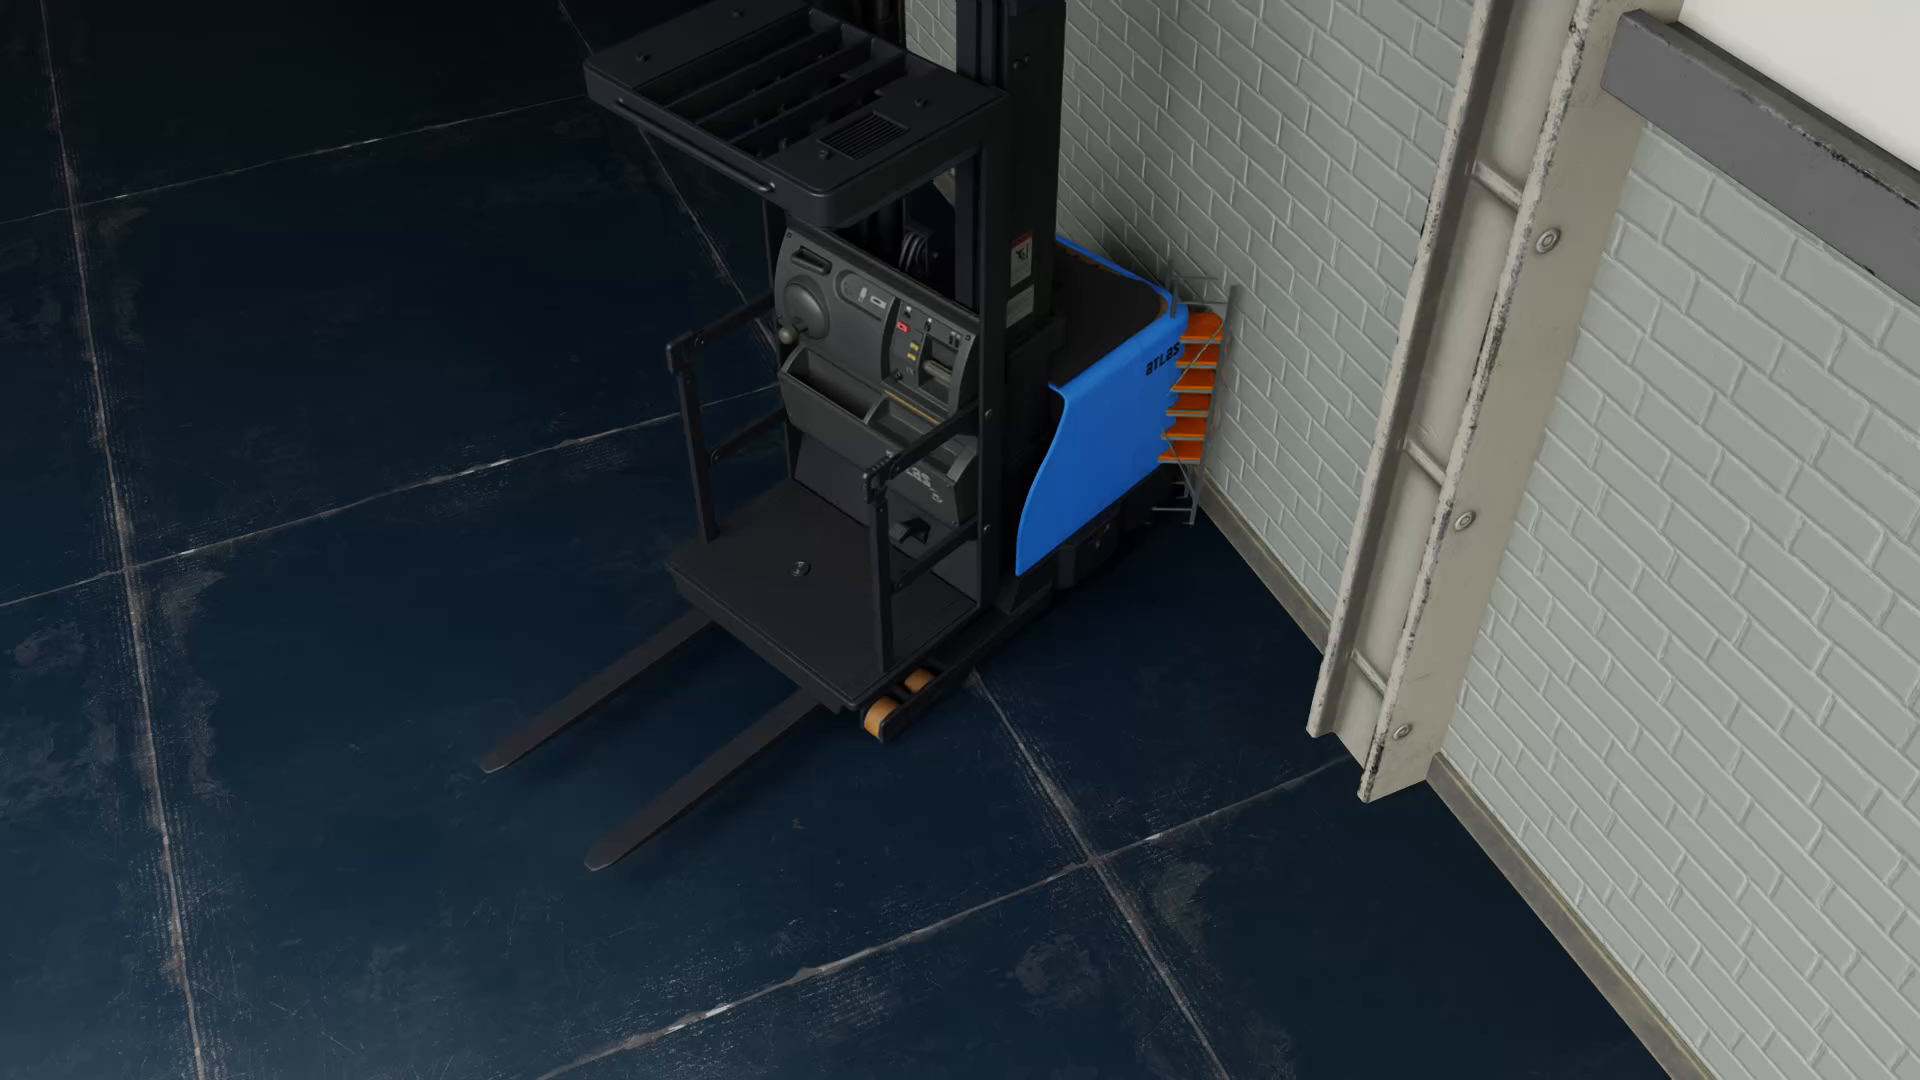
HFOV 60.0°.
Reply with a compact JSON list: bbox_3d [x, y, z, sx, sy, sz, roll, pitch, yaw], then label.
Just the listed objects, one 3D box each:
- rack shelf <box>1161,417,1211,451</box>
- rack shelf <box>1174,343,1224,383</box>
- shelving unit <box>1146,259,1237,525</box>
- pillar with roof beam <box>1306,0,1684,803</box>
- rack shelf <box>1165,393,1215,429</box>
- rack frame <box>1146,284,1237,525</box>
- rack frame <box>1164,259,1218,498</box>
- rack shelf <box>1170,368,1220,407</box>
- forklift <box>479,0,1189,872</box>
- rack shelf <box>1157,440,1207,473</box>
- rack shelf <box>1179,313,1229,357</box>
[{"bbox_3d":[0.905,-0.459,6.953,0.258,0.103,0.180,1,41,-3],"label":"rack shelf"},{"bbox_3d":[0.922,-0.732,6.719,0.258,0.103,0.180,1,41,-3],"label":"rack shelf"},{"bbox_3d":[0.913,-0.584,6.846,0.258,1.200,0.189,1,41,-3],"label":"shelving unit"},{"bbox_3d":[-2.357,-1.130,1.858,9.100,9.000,0.400,-18,47,-17],"label":"pillar with roof beam"},{"bbox_3d":[0.911,-0.550,6.875,0.258,0.103,0.180,1,41,-3],"label":"rack shelf"},{"bbox_3d":[0.916,-0.524,6.777,0.240,1.200,0.006,1,41,-3],"label":"rack frame"},{"bbox_3d":[0.910,-0.643,6.916,0.240,1.200,0.006,1,41,-3],"label":"rack frame"},{"bbox_3d":[0.916,-0.641,6.797,0.258,0.103,0.180,1,41,-3],"label":"rack shelf"},{"bbox_3d":[-0.454,-0.691,5.733,1.130,2.935,3.031,33,54,29],"label":"forklift"},{"bbox_3d":[0.900,-0.368,7.031,0.258,0.103,0.180,1,41,-3],"label":"rack shelf"},{"bbox_3d":[0.927,-0.823,6.641,0.258,0.103,0.180,1,41,-3],"label":"rack shelf"}]
